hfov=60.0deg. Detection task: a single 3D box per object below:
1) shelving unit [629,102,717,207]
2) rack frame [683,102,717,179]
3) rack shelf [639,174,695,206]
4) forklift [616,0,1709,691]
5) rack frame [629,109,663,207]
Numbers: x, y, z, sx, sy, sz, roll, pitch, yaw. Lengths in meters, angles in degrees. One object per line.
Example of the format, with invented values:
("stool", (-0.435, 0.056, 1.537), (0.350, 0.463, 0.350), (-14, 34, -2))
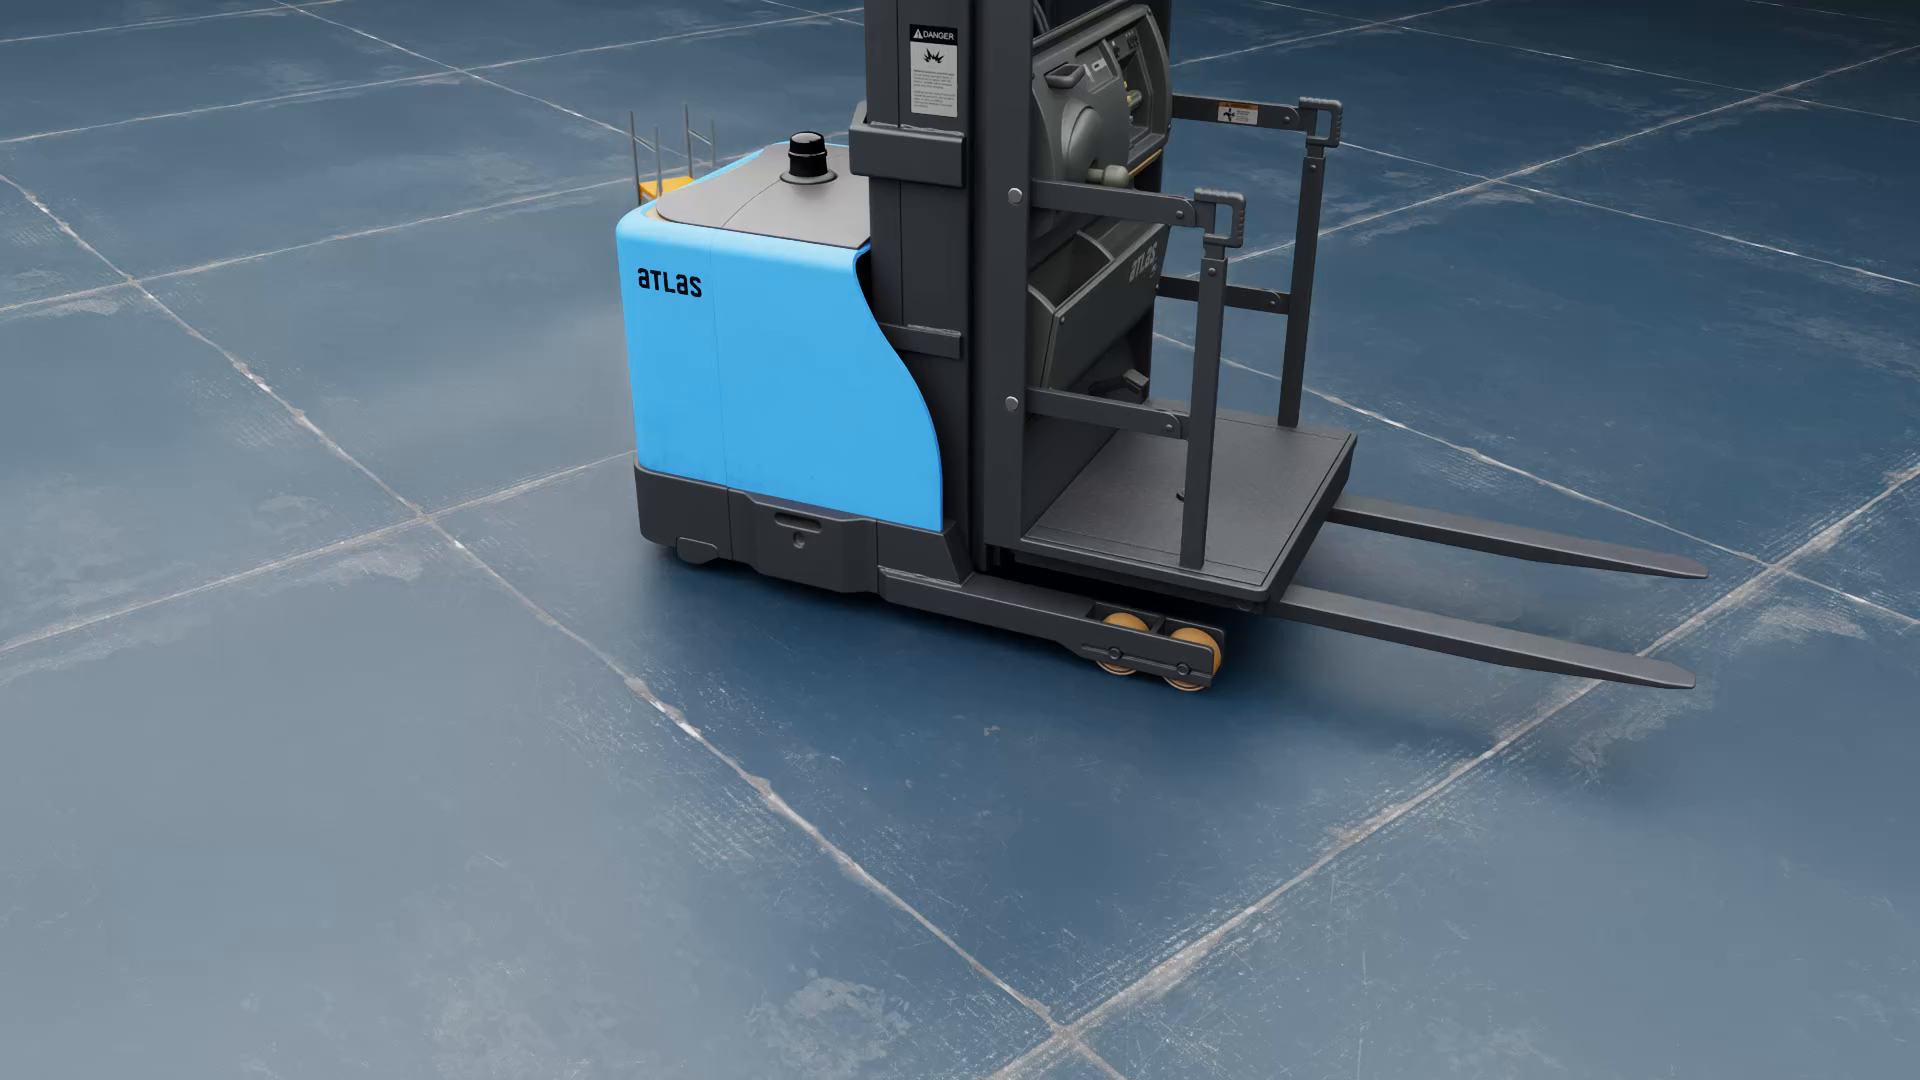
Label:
("shelving unit", (-0.905, -0.804, 5.481), (0.189, 1.200, 0.258), (-15, 32, -26))
("rack frame", (-0.826, -0.825, 5.521), (0.006, 1.200, 0.240), (-15, 32, -26))
("rack shelf", (-0.905, -1.082, 5.332), (0.180, 0.103, 0.258), (-15, 32, -26))
("forklift", (0.570, -1.171, 4.331), (3.031, 2.935, 1.130), (12, 30, 21))
("rack frame", (-0.985, -0.783, 5.441), (0.006, 1.200, 0.240), (-15, 32, -26))
